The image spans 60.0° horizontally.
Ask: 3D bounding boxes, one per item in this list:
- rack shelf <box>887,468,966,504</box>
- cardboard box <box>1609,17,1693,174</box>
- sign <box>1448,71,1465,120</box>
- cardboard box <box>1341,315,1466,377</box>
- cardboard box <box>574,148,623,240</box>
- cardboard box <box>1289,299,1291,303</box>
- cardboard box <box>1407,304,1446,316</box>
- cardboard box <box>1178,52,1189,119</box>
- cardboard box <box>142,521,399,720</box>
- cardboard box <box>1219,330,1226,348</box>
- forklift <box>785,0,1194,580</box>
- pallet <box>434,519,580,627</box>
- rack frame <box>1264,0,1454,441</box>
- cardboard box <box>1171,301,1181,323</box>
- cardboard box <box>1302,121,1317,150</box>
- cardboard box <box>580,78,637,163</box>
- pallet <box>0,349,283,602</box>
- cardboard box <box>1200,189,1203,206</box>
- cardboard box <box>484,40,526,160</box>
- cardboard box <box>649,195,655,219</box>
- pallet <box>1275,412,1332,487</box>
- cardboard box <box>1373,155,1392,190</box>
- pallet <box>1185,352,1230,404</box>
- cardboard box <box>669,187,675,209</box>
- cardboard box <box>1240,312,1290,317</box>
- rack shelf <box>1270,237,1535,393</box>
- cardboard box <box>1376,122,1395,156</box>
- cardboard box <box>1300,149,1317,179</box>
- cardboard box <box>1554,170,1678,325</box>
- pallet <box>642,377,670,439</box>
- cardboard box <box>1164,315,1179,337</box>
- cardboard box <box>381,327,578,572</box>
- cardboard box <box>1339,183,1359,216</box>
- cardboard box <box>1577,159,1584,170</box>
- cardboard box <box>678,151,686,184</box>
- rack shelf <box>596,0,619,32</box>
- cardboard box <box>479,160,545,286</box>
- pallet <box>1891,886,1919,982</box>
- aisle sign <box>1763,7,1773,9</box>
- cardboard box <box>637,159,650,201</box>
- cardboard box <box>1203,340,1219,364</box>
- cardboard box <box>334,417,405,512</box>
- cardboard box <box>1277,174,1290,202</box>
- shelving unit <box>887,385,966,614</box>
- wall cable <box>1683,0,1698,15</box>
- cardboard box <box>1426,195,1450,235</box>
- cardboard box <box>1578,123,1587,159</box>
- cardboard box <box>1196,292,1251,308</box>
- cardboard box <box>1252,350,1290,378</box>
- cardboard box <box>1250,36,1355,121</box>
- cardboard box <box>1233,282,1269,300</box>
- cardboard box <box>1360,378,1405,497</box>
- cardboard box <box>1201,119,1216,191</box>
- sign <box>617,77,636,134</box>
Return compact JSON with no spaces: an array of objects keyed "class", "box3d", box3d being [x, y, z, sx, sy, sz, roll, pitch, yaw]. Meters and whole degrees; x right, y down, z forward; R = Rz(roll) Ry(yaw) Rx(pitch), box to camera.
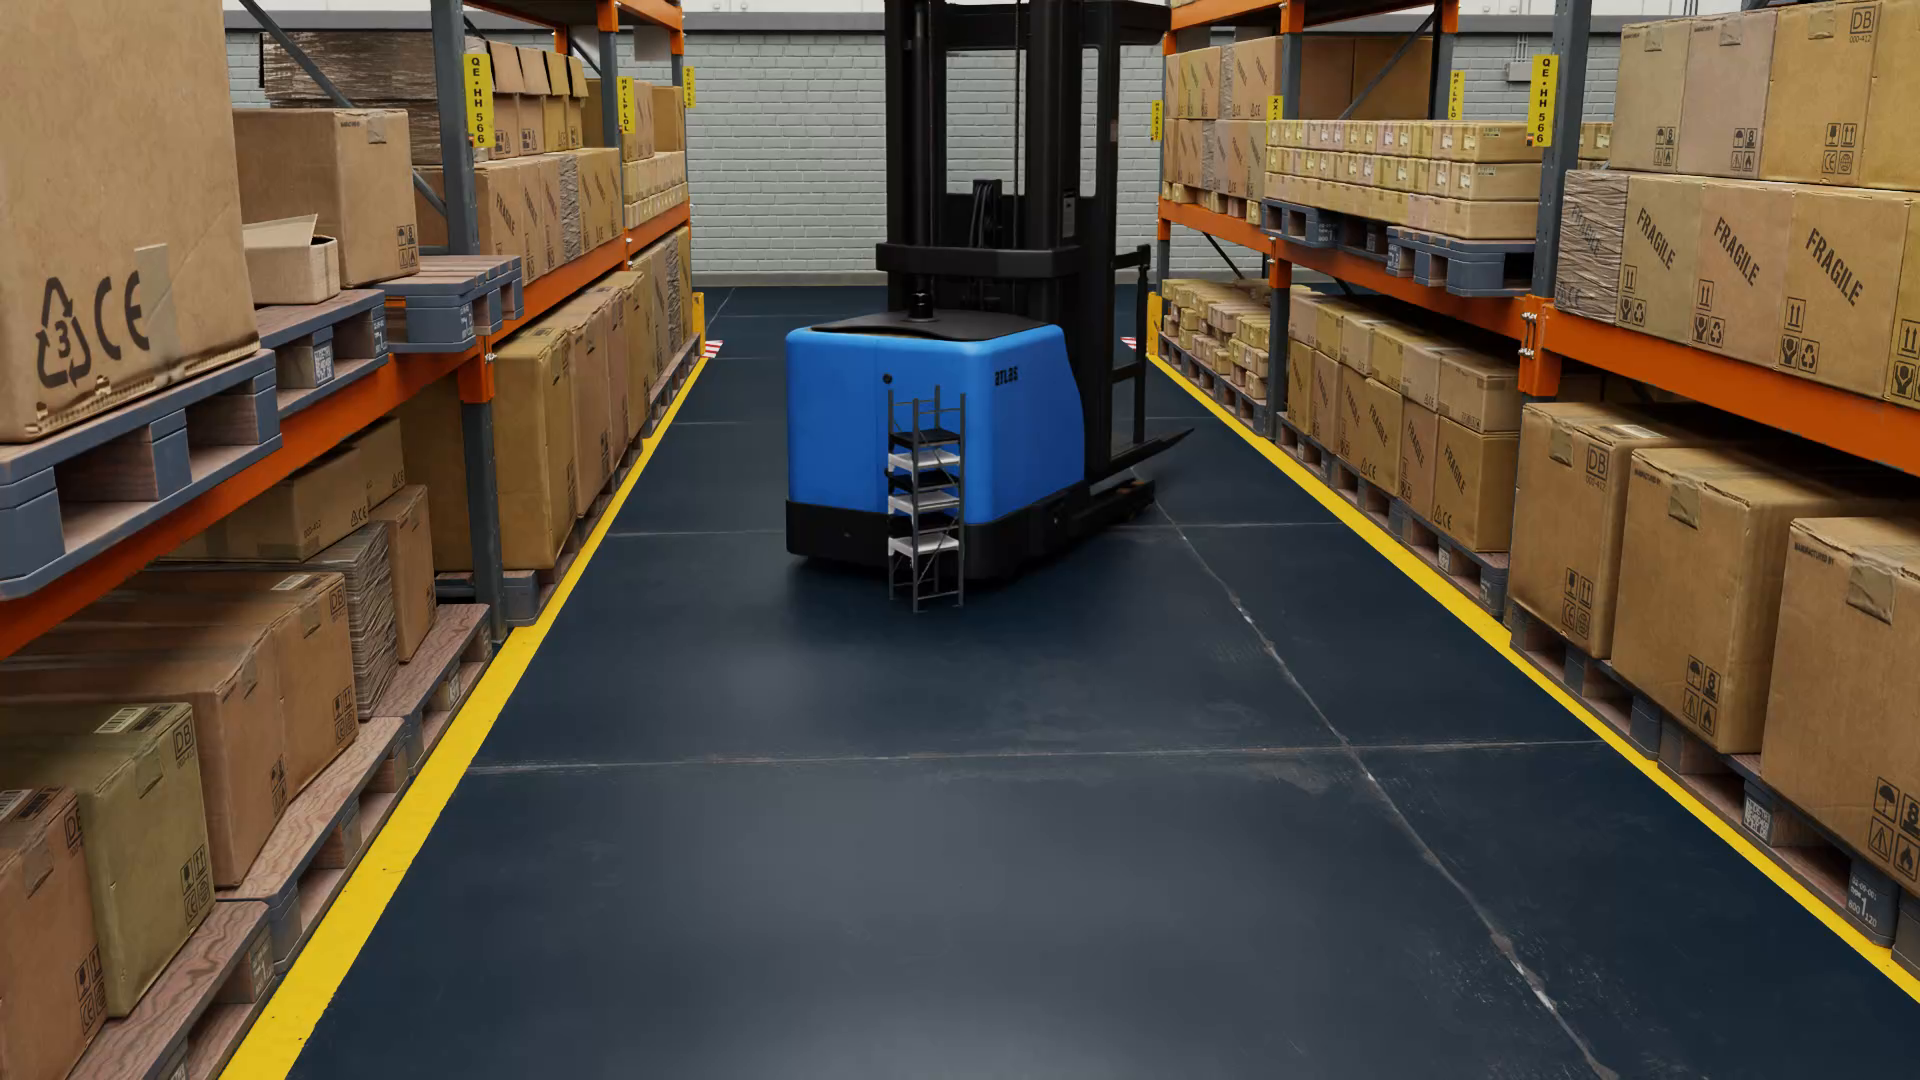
[{"class":"rack shelf","box3d":[-0.139,-0.224,6.850,0.258,0.077,0.200,-9,18,-30]},{"class":"cardboard box","box3d":[2.700,-1.521,5.710,0.700,0.500,0.500,-1,14,-4]},{"class":"sign","box3d":[2.988,-2.665,10.040,0.100,0.325,0.005,-1,14,-3]},{"class":"cardboard box","box3d":[2.279,-1.003,8.575,0.500,0.250,0.500,0,14,-1]},{"class":"cardboard box","box3d":[-2.221,-1.980,9.500,0.500,0.500,0.500,-1,14,-3]},{"class":"cardboard box","box3d":[2.548,-1.683,12.234,0.380,0.149,0.250,-1,14,-3]},{"class":"cardboard box","box3d":[2.751,-1.141,9.111,0.500,0.250,0.500,0,14,-1]},{"class":"cardboard box","box3d":[1.987,-3.525,12.903,0.500,0.500,0.500,0,14,-2]},{"class":"cardboard box","box3d":[-2.166,0.253,5.156,0.700,0.500,0.500,-2,15,-8]},{"class":"cardboard box","box3d":[2.084,-1.462,11.971,0.380,0.149,0.250,-2,15,-6]},{"class":"forklift","box3d":[0.354,-1.566,8.231,1.130,2.935,3.031,8,16,27]},{"class":"pallet","box3d":[-2.248,0.105,7.195,1.003,0.211,1.213,-1,14,-3]},{"class":"rack frame","box3d":[2.434,-2.095,10.148,1.000,3.000,0.127,-1,14,-3]},{"class":"cardboard box","box3d":[1.923,-1.853,13.490,0.380,0.149,0.250,-1,14,-4]},{"class":"cardboard box","box3d":[2.049,-2.164,8.886,0.380,0.149,0.250,-1,14,-4]},{"class":"cardboard box","box3d":[-2.297,-2.601,10.314,0.500,0.500,0.500,-1,14,-3]},{"class":"pallet","box3d":[-1.929,-0.153,2.986,1.003,0.211,1.213,-1,14,-3]},{"class":"cardboard box","box3d":[2.045,-2.622,12.700,0.380,0.149,0.250,-1,14,-4]},{"class":"cardboard box","box3d":[-2.342,-1.927,7.282,0.797,0.503,0.637,-1,14,-2]},{"class":"cardboard box","box3d":[-2.276,-2.260,11.295,0.380,0.149,0.250,-1,14,-4]},{"class":"pallet","box3d":[2.484,-0.551,9.743,1.003,0.211,1.213,-1,14,-3]},{"class":"cardboard box","box3d":[2.132,-1.697,7.668,0.380,0.149,0.250,-1,14,-4]},{"class":"pallet","box3d":[2.279,-1.215,12.324,1.003,0.211,1.213,-1,14,-3]},{"class":"cardboard box","box3d":[-2.355,-2.579,12.534,0.380,0.149,0.250,-1,14,-5]},{"class":"cardboard box","box3d":[2.136,-1.480,11.445,0.380,0.149,0.250,0,14,-2]},{"class":"rack shelf","box3d":[2.558,-1.249,8.304,1.077,0.370,4.000,-1,14,-3]},{"class":"cardboard box","box3d":[2.135,-1.839,7.620,0.380,0.149,0.250,-1,14,-3]},{"class":"cardboard box","box3d":[2.051,-2.022,8.930,0.380,0.149,0.250,-2,15,-6]},{"class":"cardboard box","box3d":[2.440,-1.032,5.819,0.500,0.500,0.500,-1,14,-3]},{"class":"pallet","box3d":[-2.492,-0.883,11.035,1.003,0.211,1.213,-1,14,-3]},{"class":"cardboard box","box3d":[1.899,-1.777,13.791,0.380,0.149,0.250,-1,14,-2]},{"class":"cardboard box","box3d":[-2.297,-0.395,6.962,1.225,0.875,0.875,-2,15,-6]},{"class":"cardboard box","box3d":[2.098,-1.684,8.213,0.380,0.149,0.250,-2,15,-6]},{"class":"cardboard box","box3d":[2.814,-1.583,7.222,0.380,0.149,0.250,-1,14,-5]},{"class":"cardboard box","box3d":[-2.476,-2.993,13.343,0.500,0.250,0.500,-1,14,-4]},{"class":"rack shelf","box3d":[-2.399,-2.650,7.730,1.077,0.370,4.000,-1,14,-3]},{"class":"cardboard box","box3d":[-2.068,-1.350,7.053,0.500,0.500,0.500,-1,14,-5]},{"class":"pallet","box3d":[2.807,1.055,3.504,1.003,0.211,1.213,-1,14,-3]},{"class":"aisle sign","box3d":[6.827,-4.463,14.137,0.394,0.787,0.004,-1,14,-3]},{"class":"cardboard box","box3d":[-2.316,-2.359,10.880,0.500,0.250,0.500,-1,14,-4]},{"class":"cardboard box","box3d":[2.008,-1.392,12.297,0.380,0.149,0.250,-1,14,-3]},{"class":"cardboard box","box3d":[-2.203,-0.248,5.599,0.500,0.250,0.500,0,14,-1]},{"class":"cardboard box","box3d":[2.022,-2.002,9.451,0.380,0.149,0.250,-1,14,-3]},{"class":"shelving unit","box3d":[-0.140,-0.169,6.866,0.258,0.900,0.210,-9,18,-30]},{"class":"wall cable","box3d":[10.020,-7.569,19.311,2.988,3.039,0.133,-1,14,-3]},{"class":"cardboard box","box3d":[2.179,-1.359,6.950,0.380,0.149,0.250,-1,14,-4]},{"class":"cardboard box","box3d":[2.817,-1.715,7.141,0.380,0.149,0.250,-1,14,-4]},{"class":"cardboard box","box3d":[2.010,-1.804,12.702,0.380,0.149,0.250,0,14,-1]},{"class":"cardboard box","box3d":[2.097,-1.135,10.699,0.380,0.149,0.250,-1,14,-2]},{"class":"cardboard box","box3d":[2.135,-2.884,10.412,0.500,0.500,0.500,-1,14,-5]},{"class":"cardboard box","box3d":[2.430,-2.009,13.500,0.380,0.149,0.250,-1,14,-2]},{"class":"cardboard box","box3d":[2.303,-0.513,8.173,0.500,0.500,0.500,-2,15,-6]},{"class":"cardboard box","box3d":[2.052,-2.785,12.032,0.500,0.500,0.500,-1,14,-5]},{"class":"sign","box3d":[-1.982,-2.576,9.855,0.100,0.325,0.005,-1,14,-3]}]
